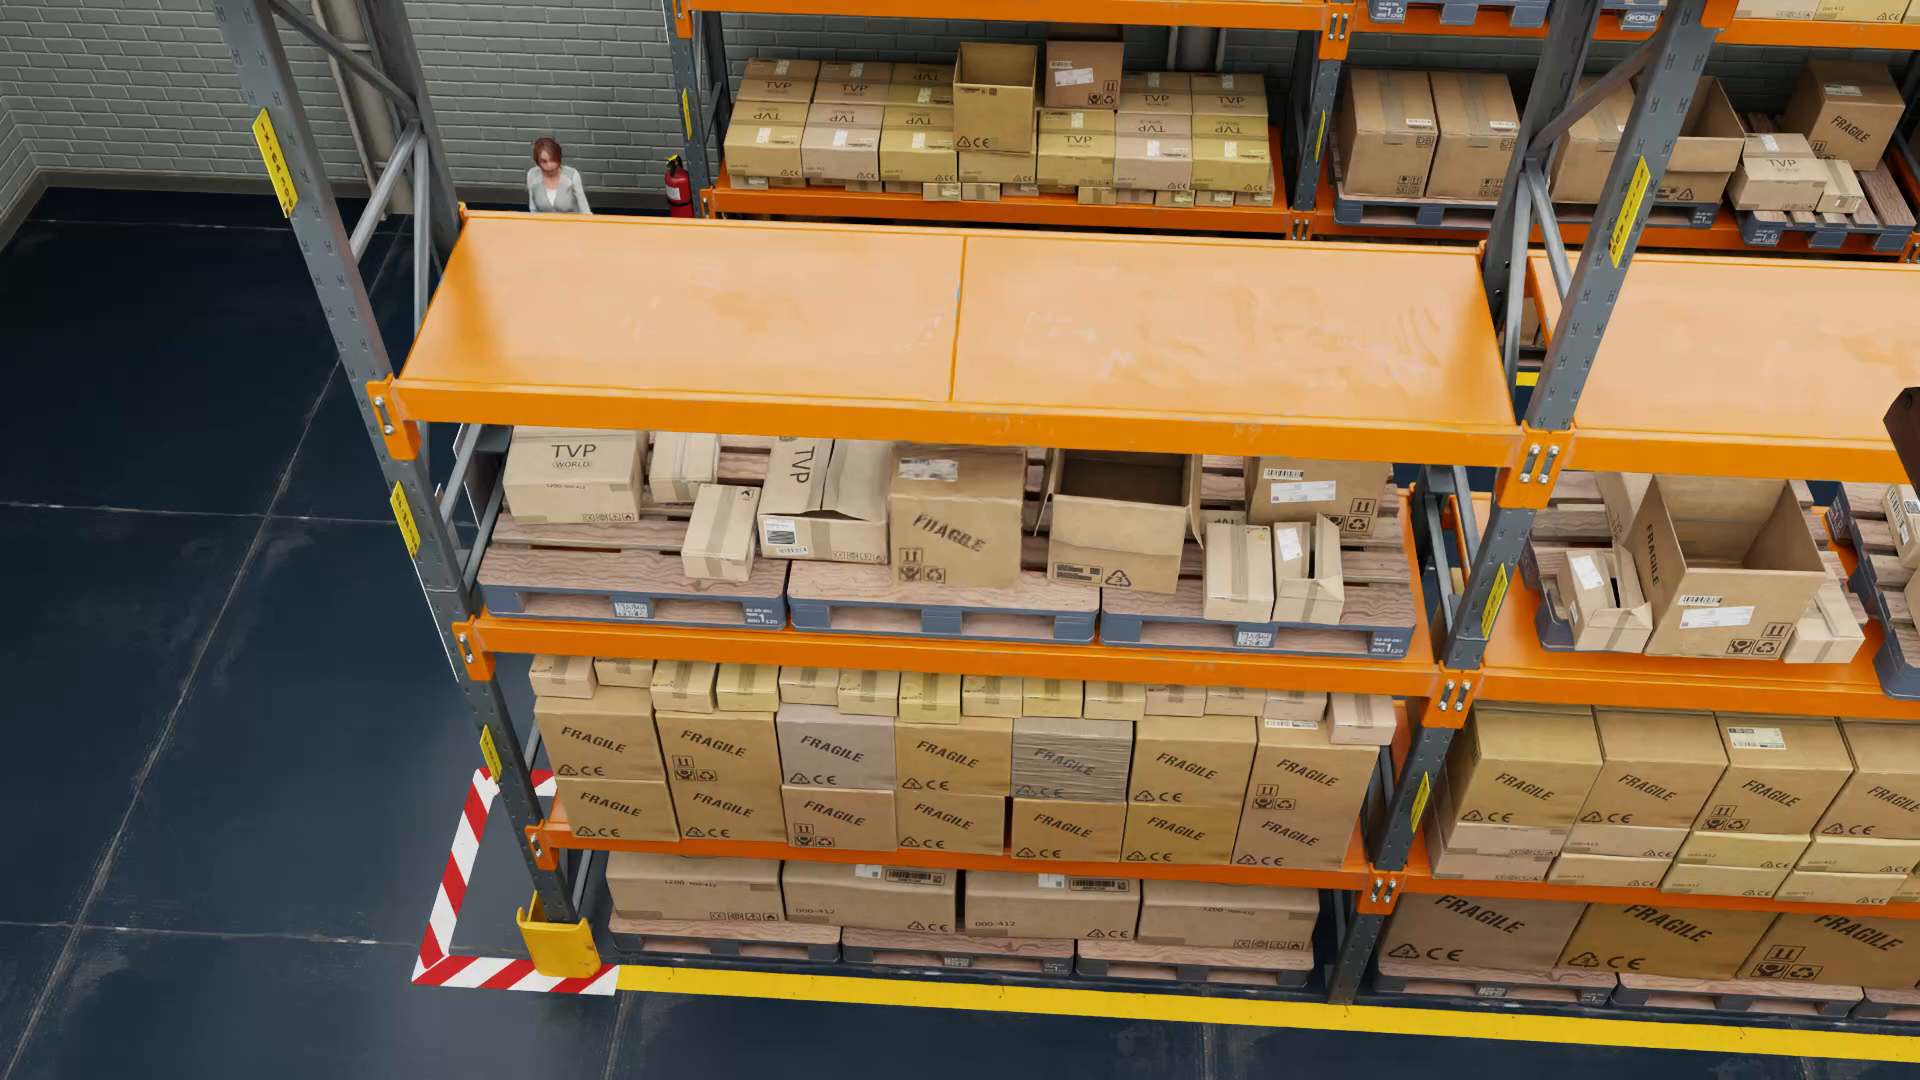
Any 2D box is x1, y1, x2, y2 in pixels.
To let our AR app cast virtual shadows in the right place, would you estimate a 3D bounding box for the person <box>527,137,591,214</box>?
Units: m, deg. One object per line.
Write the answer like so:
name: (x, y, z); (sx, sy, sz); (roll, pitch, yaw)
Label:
person: (-2.747, -2.075, 11.586); (0.445, 1.490, 0.454); (0, 48, 0)
